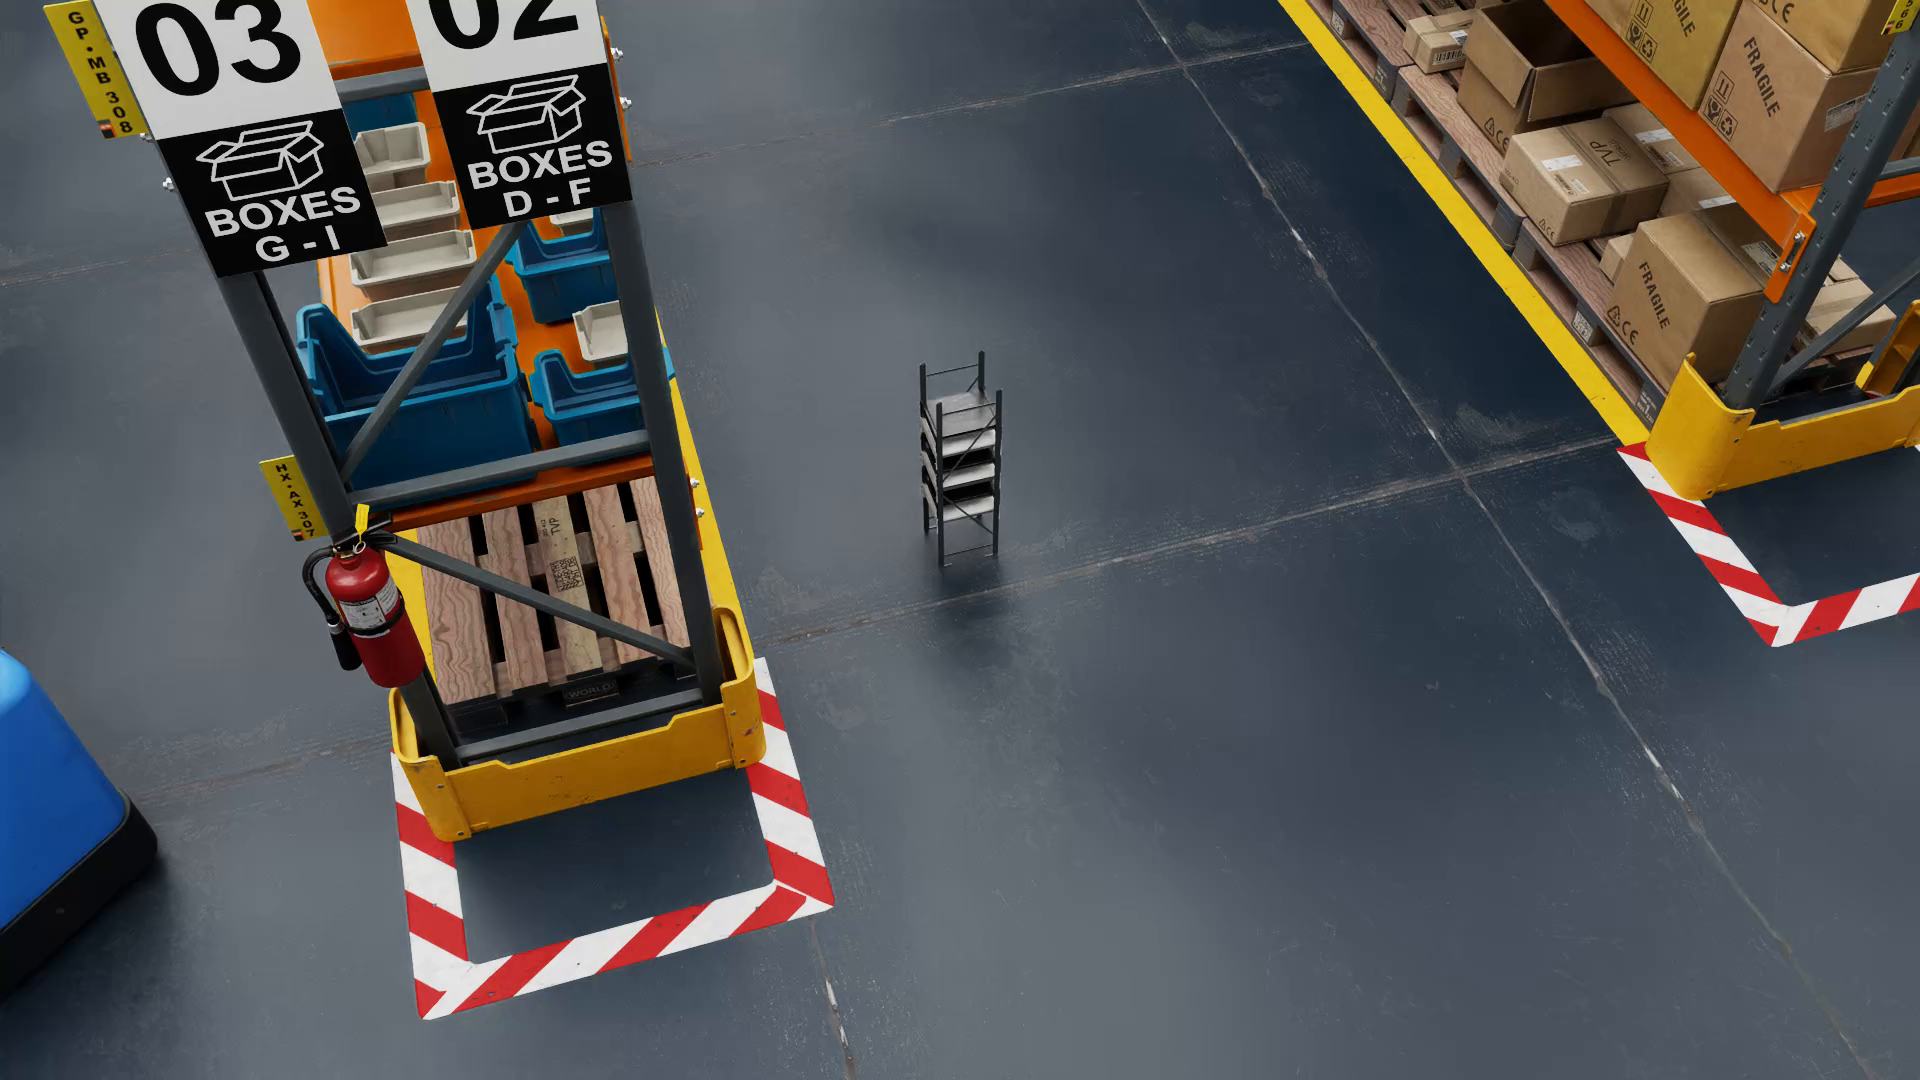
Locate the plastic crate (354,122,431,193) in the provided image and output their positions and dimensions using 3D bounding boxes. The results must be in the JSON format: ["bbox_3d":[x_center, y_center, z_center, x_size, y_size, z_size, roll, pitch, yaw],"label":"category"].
[{"bbox_3d":[-1.997,-1.310,5.815,0.298,0.136,0.250,-13,51,-11],"label":"plastic crate"}]

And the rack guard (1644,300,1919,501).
[{"bbox_3d":[3.410,-0.563,6.687,1.175,0.500,0.348,-13,51,-11],"label":"rack guard"}]

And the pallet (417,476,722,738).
[{"bbox_3d":[-1.507,0.092,6.324,1.003,0.211,1.213,-13,51,-11],"label":"pallet"}]

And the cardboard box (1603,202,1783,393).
[{"bbox_3d":[3.037,-0.991,6.760,0.500,0.500,0.500,-13,51,-11],"label":"cardboard box"}]

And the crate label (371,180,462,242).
[{"bbox_3d":[-1.892,-1.098,5.636,0.396,0.136,0.243,-13,51,-11],"label":"crate label"}]

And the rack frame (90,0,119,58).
[{"bbox_3d":[-1.300,-2.129,2.449,1.000,3.000,0.127,-13,51,-11],"label":"rack frame"}]

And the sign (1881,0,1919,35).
[{"bbox_3d":[2.897,-1.677,5.028,0.100,0.325,0.005,-13,51,-11],"label":"sign"}]

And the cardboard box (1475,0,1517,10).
[{"bbox_3d":[2.911,-2.610,8.249,0.500,0.311,0.500,-13,51,-11],"label":"cardboard box"}]

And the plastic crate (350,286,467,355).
[{"bbox_3d":[-1.714,-0.685,5.288,0.396,0.136,0.243,-13,51,-11],"label":"plastic crate"}]

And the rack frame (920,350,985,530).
[{"bbox_3d":[-0.028,-0.358,6.253,0.240,0.900,0.006,-13,51,-11],"label":"rack frame"}]

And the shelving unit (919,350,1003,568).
[{"bbox_3d":[0.002,-0.284,6.191,0.258,0.900,0.210,-13,51,-11],"label":"shelving unit"}]

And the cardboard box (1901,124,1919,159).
[{"bbox_3d":[3.553,-1.729,5.970,0.500,0.500,0.500,-12,51,-10],"label":"cardboard box"}]

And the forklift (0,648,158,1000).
[{"bbox_3d":[-4.200,-0.183,4.777,3.031,2.935,1.130,27,55,21],"label":"forklift"}]

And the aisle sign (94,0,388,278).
[{"bbox_3d":[-1.559,-0.915,3.649,0.394,0.787,0.004,-13,51,-11],"label":"aisle sign"}]

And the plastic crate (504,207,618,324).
[{"bbox_3d":[-1.253,-0.897,5.404,0.416,0.233,0.300,-13,51,-11],"label":"plastic crate"}]

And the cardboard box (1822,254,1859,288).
[{"bbox_3d":[3.563,-1.108,7.077,0.380,0.166,0.250,-13,51,-11],"label":"cardboard box"}]

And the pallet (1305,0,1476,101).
[{"bbox_3d":[2.452,-2.834,8.791,1.003,0.211,1.213,-13,51,-11],"label":"pallet"}]

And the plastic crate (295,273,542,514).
[{"bbox_3d":[-1.578,-0.429,4.877,0.616,0.435,0.499,-13,51,-11],"label":"plastic crate"}]

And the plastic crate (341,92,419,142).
[{"bbox_3d":[-2.152,-1.603,6.000,0.416,0.233,0.300,-13,51,-11],"label":"plastic crate"}]

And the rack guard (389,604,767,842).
[{"bbox_3d":[-1.281,0.625,5.686,1.175,0.500,0.348,-13,51,-11],"label":"rack guard"}]

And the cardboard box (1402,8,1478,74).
[{"bbox_3d":[2.433,-2.478,8.232,0.380,0.166,0.250,-13,51,-11],"label":"cardboard box"}]

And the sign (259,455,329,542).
[{"bbox_3d":[-1.821,-0.112,4.566,0.100,0.325,0.005,-13,51,-11],"label":"sign"}]

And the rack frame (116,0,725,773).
[{"bbox_3d":[-1.300,-0.196,4.743,1.000,3.000,0.127,-13,51,-11],"label":"rack frame"}]

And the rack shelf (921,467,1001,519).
[{"bbox_3d":[0.002,-0.205,6.285,0.258,0.077,0.200,-13,51,-11],"label":"rack shelf"}]

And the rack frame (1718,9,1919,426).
[{"bbox_3d":[3.433,-1.313,5.685,1.000,3.000,0.127,-13,51,-11],"label":"rack frame"}]

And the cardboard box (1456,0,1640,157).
[{"bbox_3d":[2.810,-2.201,7.778,0.797,0.503,0.637,-13,51,-11],"label":"cardboard box"}]

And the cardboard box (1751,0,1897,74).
[{"bbox_3d":[3.038,-1.930,5.486,0.500,0.500,0.500,-14,51,-11],"label":"cardboard box"}]

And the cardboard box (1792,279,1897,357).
[{"bbox_3d":[3.637,-0.919,6.930,0.380,0.149,0.250,-13,51,-11],"label":"cardboard box"}]

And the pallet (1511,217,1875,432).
[{"bbox_3d":[3.174,-1.052,7.288,1.003,0.211,1.213,-13,51,-11],"label":"pallet"}]

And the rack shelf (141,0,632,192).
[{"bbox_3d":[-1.892,-2.391,5.102,1.077,0.370,4.000,-13,51,-11],"label":"rack shelf"}]

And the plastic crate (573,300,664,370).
[{"bbox_3d":[-1.074,-0.638,5.249,0.250,0.136,0.298,-13,51,-11],"label":"plastic crate"}]

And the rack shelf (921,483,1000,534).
[{"bbox_3d":[0.002,-0.147,6.354,0.258,0.077,0.200,-13,51,-11],"label":"rack shelf"}]

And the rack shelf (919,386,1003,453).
[{"bbox_3d":[0.002,-0.437,6.010,0.258,0.077,0.200,-13,51,-11],"label":"rack shelf"}]

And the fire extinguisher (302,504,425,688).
[{"bbox_3d":[-1.690,0.162,4.735,0.296,0.674,0.183,-13,51,-11],"label":"fire extinguisher"}]

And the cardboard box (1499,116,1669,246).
[{"bbox_3d":[2.784,-1.611,7.446,0.500,0.250,0.500,-13,51,-11],"label":"cardboard box"}]

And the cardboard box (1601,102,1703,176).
[{"bbox_3d":[3.247,-1.760,7.572,0.500,0.250,0.500,-13,51,-11],"label":"cardboard box"}]

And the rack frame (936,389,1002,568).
[{"bbox_3d":[0.032,-0.210,6.128,0.240,0.900,0.006,-13,51,-11],"label":"rack frame"}]

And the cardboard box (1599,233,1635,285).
[{"bbox_3d":[3.003,-1.199,7.154,0.380,0.166,0.250,-13,51,-11],"label":"cardboard box"}]

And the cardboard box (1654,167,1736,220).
[{"bbox_3d":[3.395,-1.395,7.264,0.500,0.250,0.500,-13,51,-11],"label":"cardboard box"}]

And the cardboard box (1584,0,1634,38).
[{"bbox_3d":[2.741,-2.355,6.497,0.500,0.500,0.500,-13,51,-11],"label":"cardboard box"}]

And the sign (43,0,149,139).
[{"bbox_3d":[-1.821,-0.993,3.521,0.100,0.325,0.005,-13,51,-11],"label":"sign"}]

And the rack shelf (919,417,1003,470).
[{"bbox_3d":[0.002,-0.379,6.078,0.258,0.077,0.200,-13,51,-11],"label":"rack shelf"}]

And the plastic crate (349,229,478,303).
[{"bbox_3d":[-1.786,-0.900,5.469,0.396,0.136,0.243,-13,51,-11],"label":"plastic crate"}]

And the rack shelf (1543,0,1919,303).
[{"bbox_3d":[2.841,-2.542,7.191,1.077,0.370,4.000,-13,51,-11],"label":"rack shelf"}]

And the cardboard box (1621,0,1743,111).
[{"bbox_3d":[2.884,-1.989,6.189,0.500,0.500,0.500,-13,51,-11],"label":"cardboard box"}]

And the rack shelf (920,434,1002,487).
[{"bbox_3d":[0.002,-0.321,6.147,0.258,0.077,0.200,-13,51,-11],"label":"rack shelf"}]

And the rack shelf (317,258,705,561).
[{"bbox_3d":[-1.892,-1.425,6.249,1.077,0.370,4.000,-13,51,-11],"label":"rack shelf"}]

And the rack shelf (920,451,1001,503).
[{"bbox_3d":[0.002,-0.263,6.216,0.258,0.077,0.200,-13,51,-11],"label":"rack shelf"}]

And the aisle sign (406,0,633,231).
[{"bbox_3d":[-0.995,-1.048,3.761,0.394,0.787,0.004,-13,51,-11],"label":"aisle sign"}]

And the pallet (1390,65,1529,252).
[{"bbox_3d":[2.816,-1.941,8.038,1.003,0.211,1.213,-13,51,-11],"label":"pallet"}]

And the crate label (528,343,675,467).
[{"bbox_3d":[-1.059,-0.416,4.999,0.416,0.233,0.303,-13,51,-11],"label":"crate label"}]

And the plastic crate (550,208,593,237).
[{"bbox_3d":[-1.275,-1.133,5.666,0.250,0.136,0.298,-13,51,-11],"label":"plastic crate"}]
